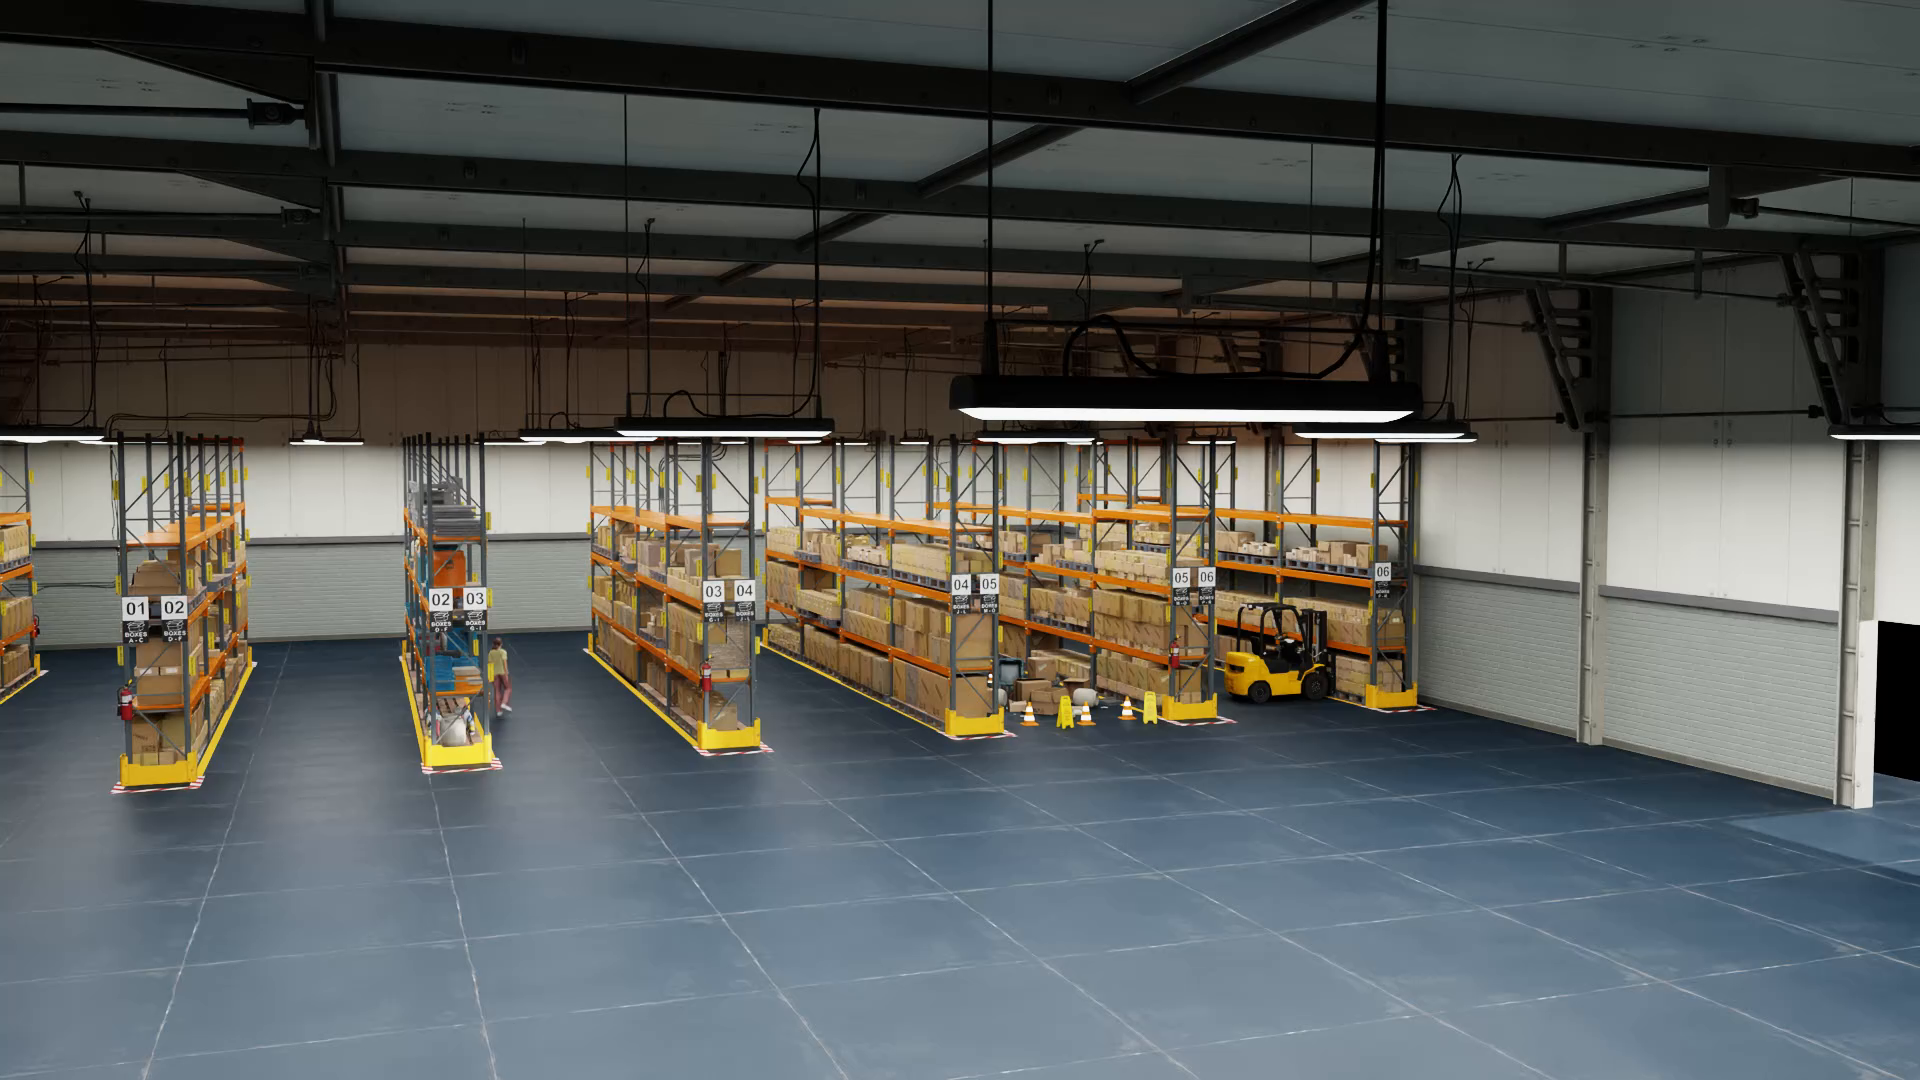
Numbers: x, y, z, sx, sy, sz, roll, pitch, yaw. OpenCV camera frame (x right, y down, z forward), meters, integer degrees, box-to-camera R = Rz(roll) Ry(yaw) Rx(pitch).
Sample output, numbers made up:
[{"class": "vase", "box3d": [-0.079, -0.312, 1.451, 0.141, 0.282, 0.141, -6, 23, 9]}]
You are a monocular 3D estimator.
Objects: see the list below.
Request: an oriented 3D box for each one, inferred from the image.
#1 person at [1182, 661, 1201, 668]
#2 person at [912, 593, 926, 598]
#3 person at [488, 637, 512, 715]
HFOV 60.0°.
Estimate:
[{"class": "person", "box3d": [5.546, 2.695, 39.642, 0.684, 1.673, 0.829, -1, 3, -20]}, {"class": "person", "box3d": [-1.224, 1.955, 51.895, 0.543, 1.758, 0.667, 2, 4, 29]}, {"class": "person", "box3d": [-9.860, 2.909, 35.607, 0.504, 1.657, 0.455, 0, 3, -3]}]
